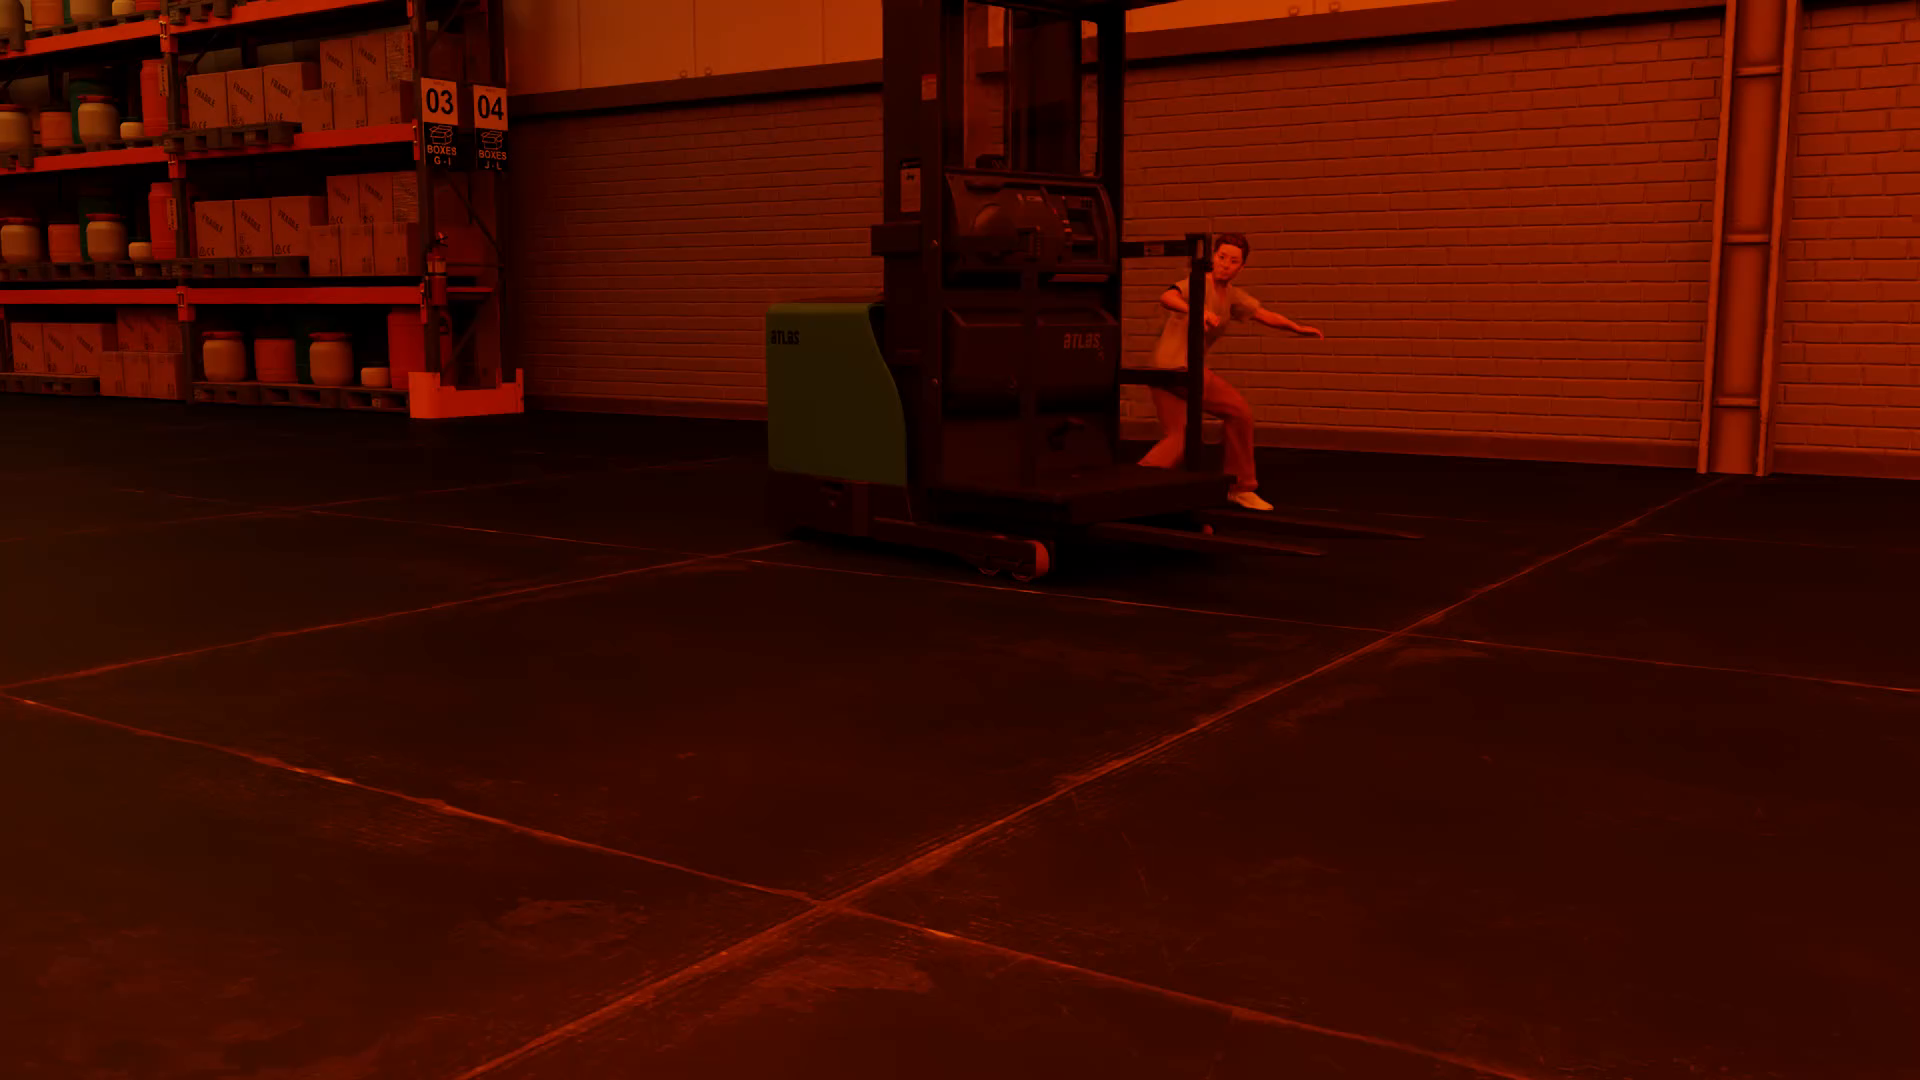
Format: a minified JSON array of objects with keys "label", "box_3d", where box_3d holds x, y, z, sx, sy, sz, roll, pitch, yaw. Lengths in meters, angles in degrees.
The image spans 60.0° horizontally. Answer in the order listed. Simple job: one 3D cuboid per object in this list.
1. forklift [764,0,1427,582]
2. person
[{"label":"forklift","box_3d":[0.452,-1.368,6.814,1.130,2.935,3.031,-7,11,-42]},{"label":"person","box_3d":[1.340,-0.838,8.506,1.035,1.463,0.829,1,8,7]}]
